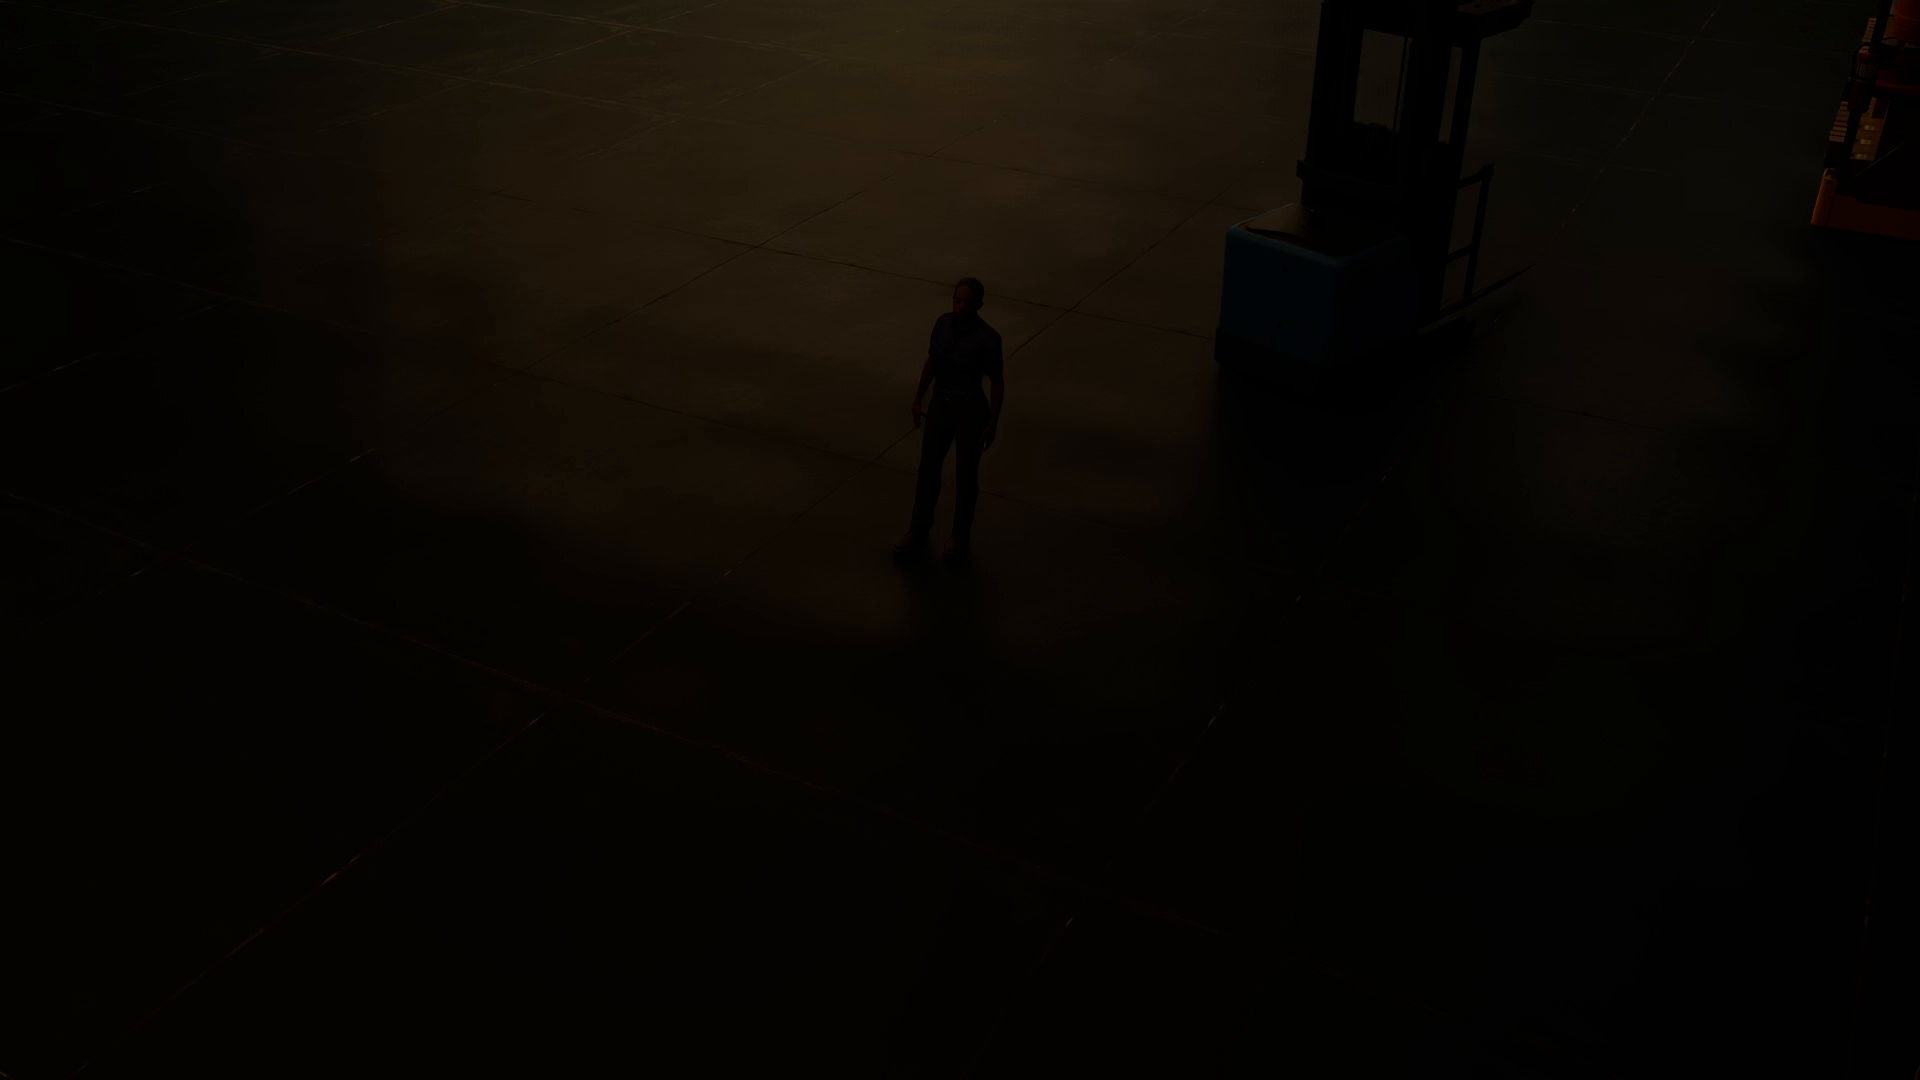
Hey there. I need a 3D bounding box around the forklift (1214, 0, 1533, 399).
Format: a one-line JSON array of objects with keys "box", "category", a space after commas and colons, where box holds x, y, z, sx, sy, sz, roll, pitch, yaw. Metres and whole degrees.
[{"box": [3.267, -2.876, 12.053, 3.031, 2.935, 1.130, -26, 39, -37], "category": "forklift"}]

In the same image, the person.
[{"box": [-0.060, -0.689, 9.528, 0.569, 1.654, 0.504, 15, 33, 25], "category": "person"}]
